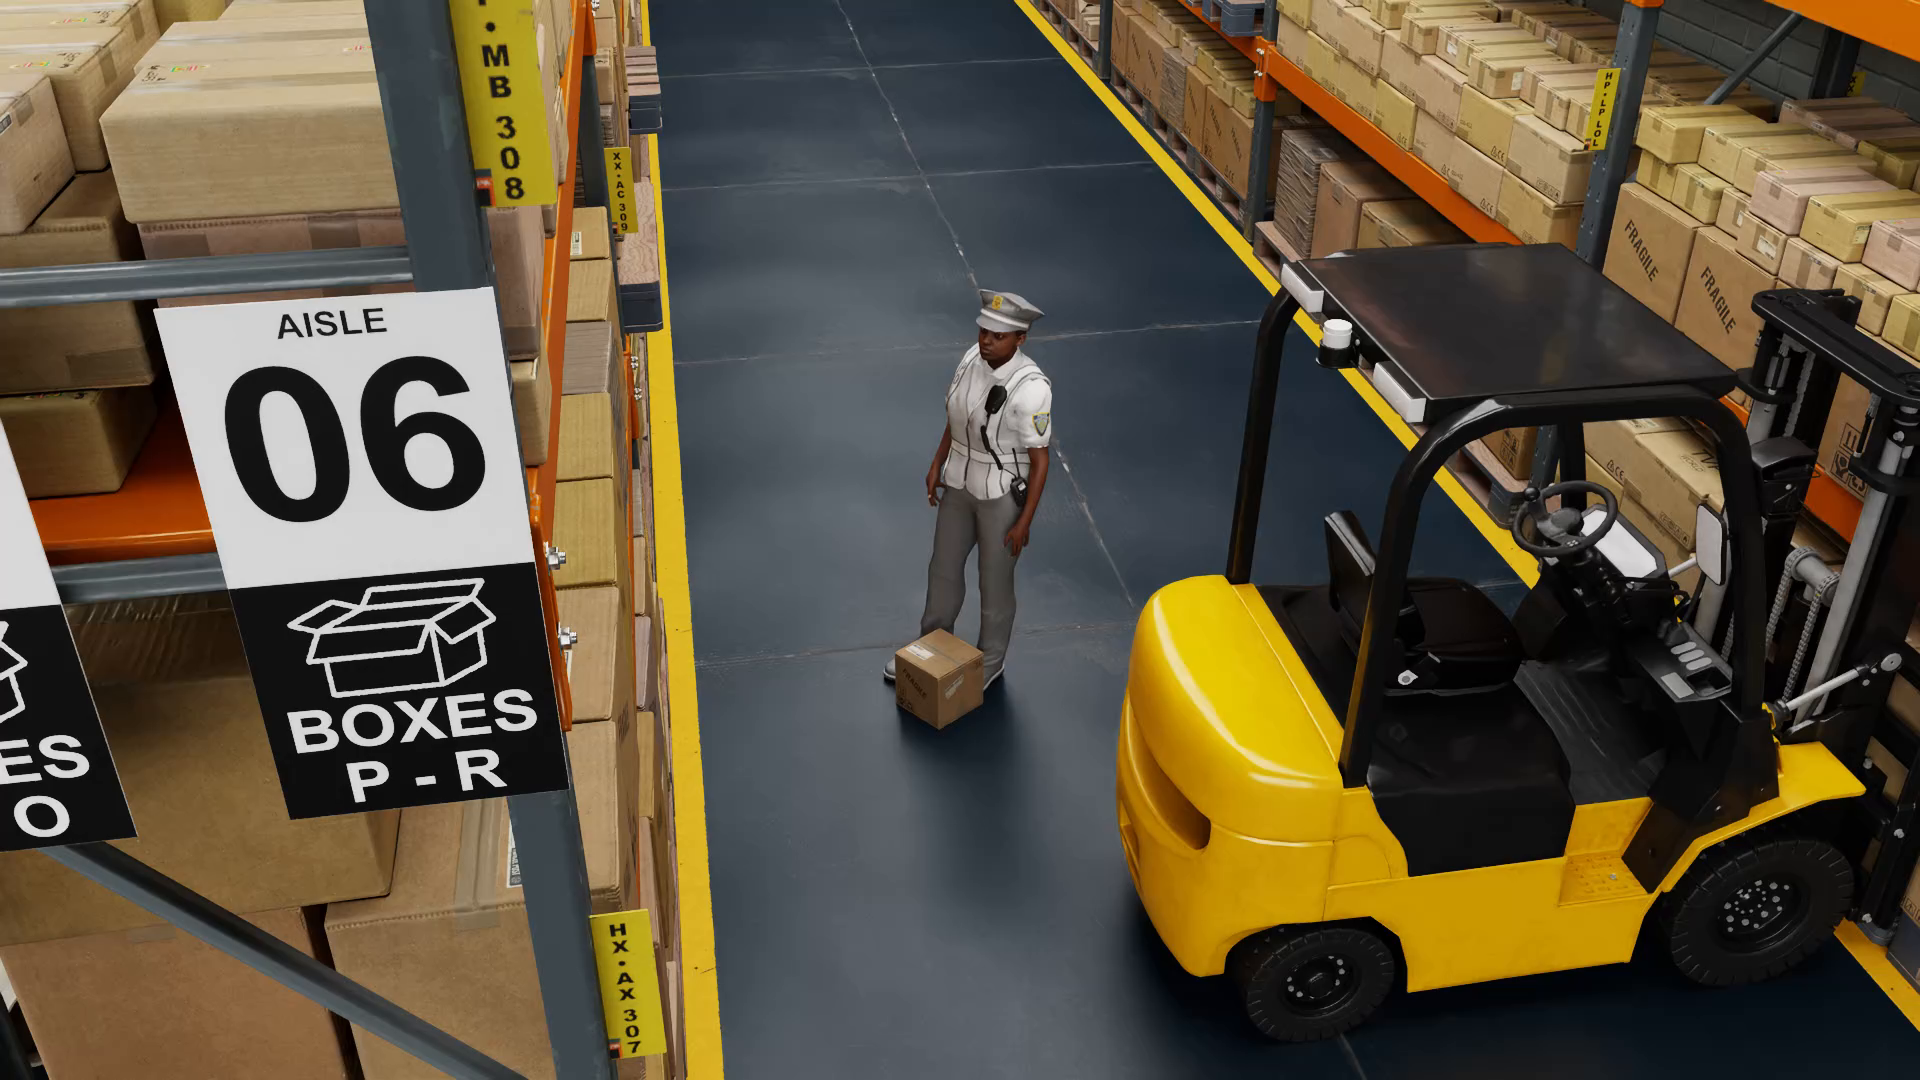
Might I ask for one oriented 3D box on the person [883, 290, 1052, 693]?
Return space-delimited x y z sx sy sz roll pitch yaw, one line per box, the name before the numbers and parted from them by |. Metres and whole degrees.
person | 0.046 -0.163 6.354 0.529 1.694 0.569 -25 39 -36
